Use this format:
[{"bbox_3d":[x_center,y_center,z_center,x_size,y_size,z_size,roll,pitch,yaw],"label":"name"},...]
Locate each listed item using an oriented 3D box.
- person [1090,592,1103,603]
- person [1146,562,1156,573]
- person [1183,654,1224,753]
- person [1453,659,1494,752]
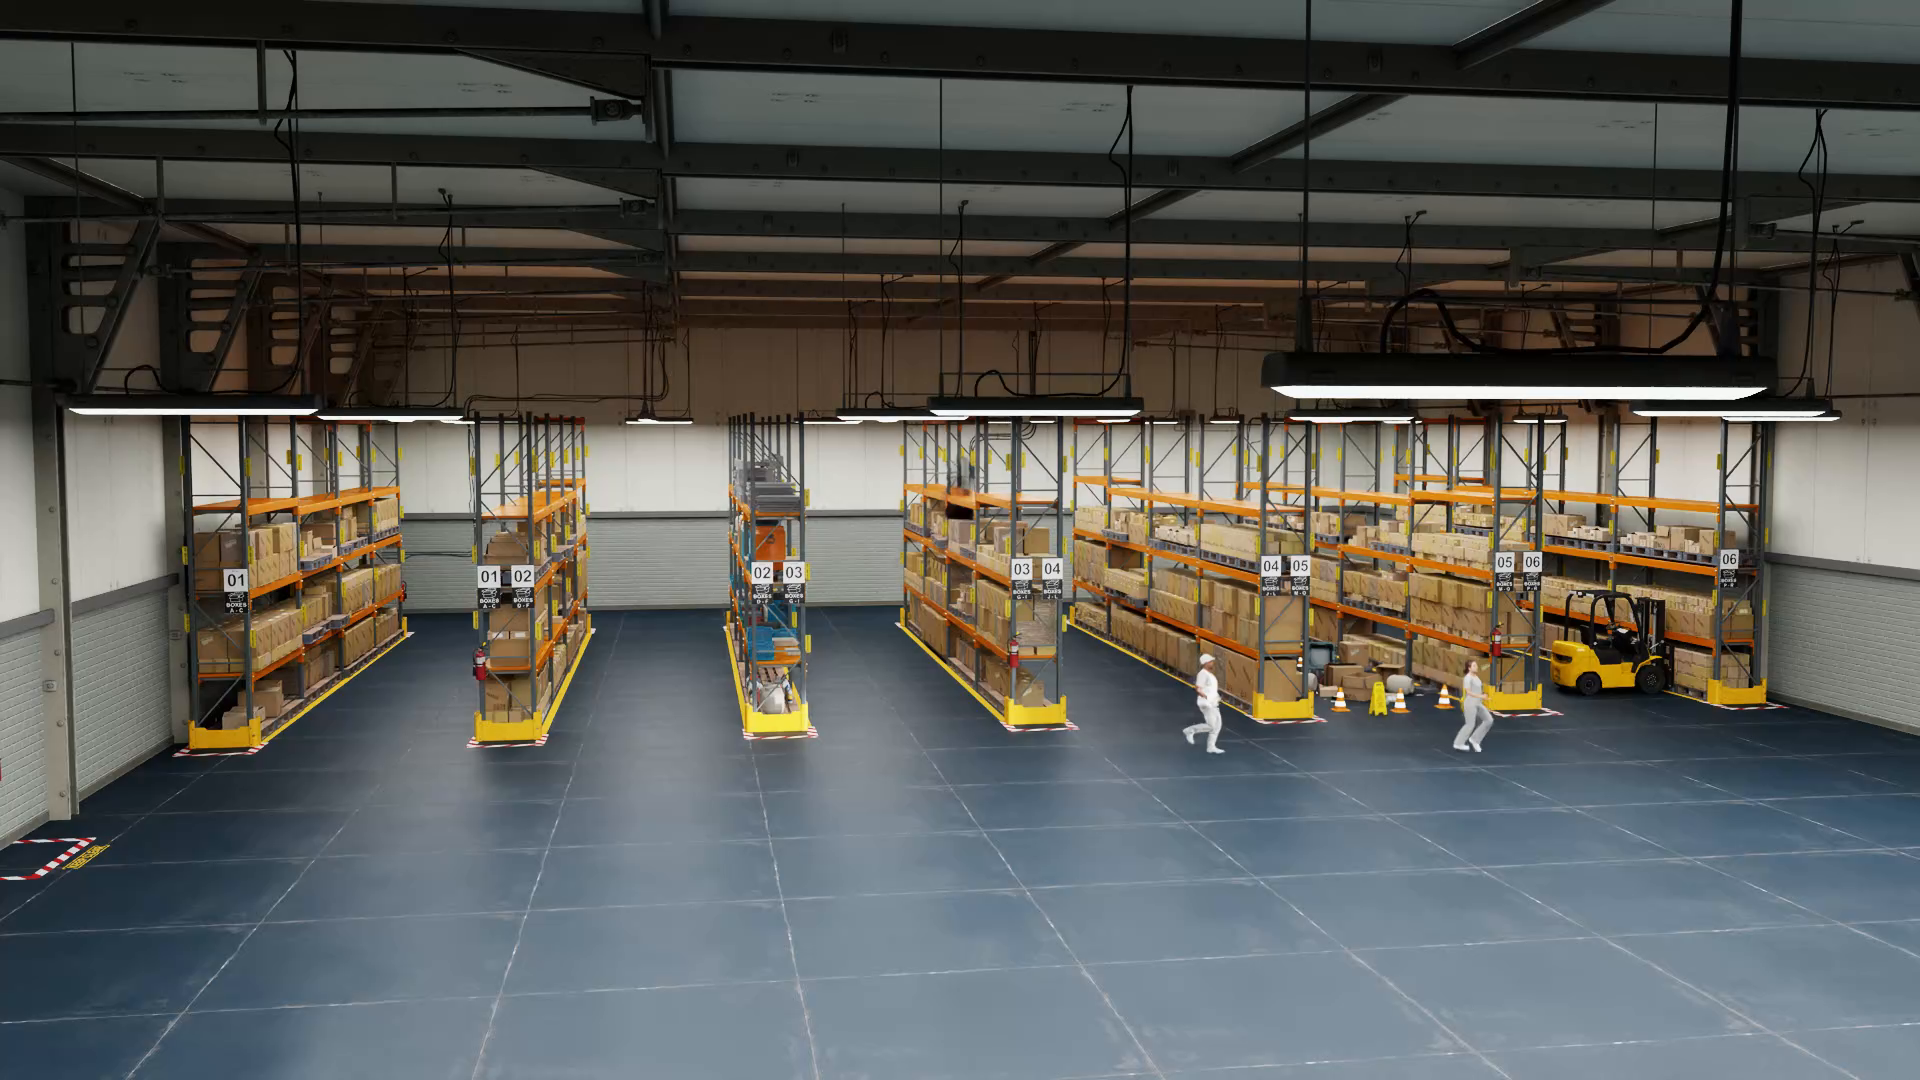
[{"bbox_3d":[4.189,1.467,49.861,0.823,1.763,0.690,0,4,-3],"label":"person"},{"bbox_3d":[5.481,1.567,48.257,0.632,1.853,0.783,-2,4,-26],"label":"person"},{"bbox_3d":[4.300,2.872,29.227,0.710,1.747,0.684,1,4,19],"label":"person"},{"bbox_3d":[9.035,2.914,29.274,0.668,1.649,0.566,3,5,40],"label":"person"}]
